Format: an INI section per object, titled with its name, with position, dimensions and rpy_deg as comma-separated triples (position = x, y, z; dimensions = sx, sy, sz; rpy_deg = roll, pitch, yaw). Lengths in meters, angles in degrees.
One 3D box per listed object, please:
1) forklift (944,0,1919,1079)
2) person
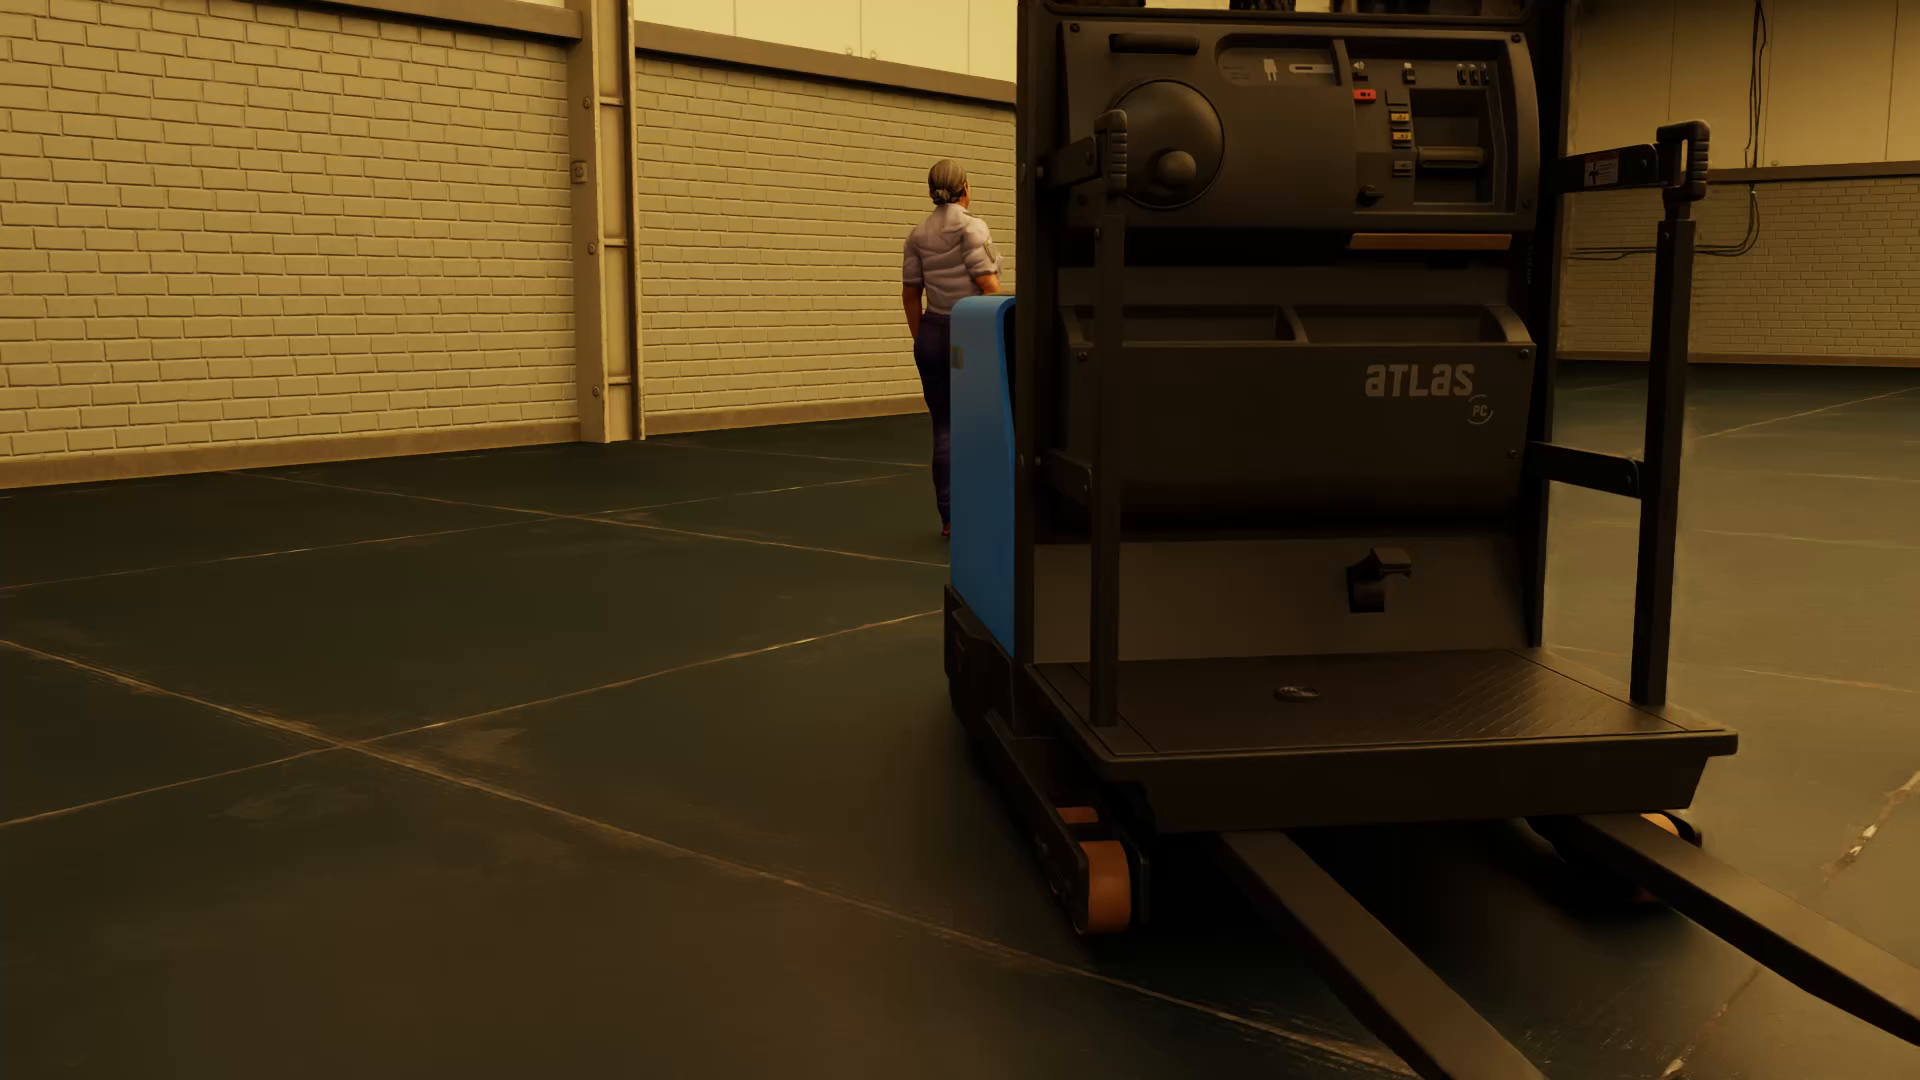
[forklift]
position = 0.689, -0.833, 2.974
dimensions = 1.130, 2.935, 3.031
rpy_deg = -1, 8, -8
[person]
position = 0.075, -0.830, 7.340
dimensions = 0.598, 1.651, 0.502
rpy_deg = 7, 11, 38
